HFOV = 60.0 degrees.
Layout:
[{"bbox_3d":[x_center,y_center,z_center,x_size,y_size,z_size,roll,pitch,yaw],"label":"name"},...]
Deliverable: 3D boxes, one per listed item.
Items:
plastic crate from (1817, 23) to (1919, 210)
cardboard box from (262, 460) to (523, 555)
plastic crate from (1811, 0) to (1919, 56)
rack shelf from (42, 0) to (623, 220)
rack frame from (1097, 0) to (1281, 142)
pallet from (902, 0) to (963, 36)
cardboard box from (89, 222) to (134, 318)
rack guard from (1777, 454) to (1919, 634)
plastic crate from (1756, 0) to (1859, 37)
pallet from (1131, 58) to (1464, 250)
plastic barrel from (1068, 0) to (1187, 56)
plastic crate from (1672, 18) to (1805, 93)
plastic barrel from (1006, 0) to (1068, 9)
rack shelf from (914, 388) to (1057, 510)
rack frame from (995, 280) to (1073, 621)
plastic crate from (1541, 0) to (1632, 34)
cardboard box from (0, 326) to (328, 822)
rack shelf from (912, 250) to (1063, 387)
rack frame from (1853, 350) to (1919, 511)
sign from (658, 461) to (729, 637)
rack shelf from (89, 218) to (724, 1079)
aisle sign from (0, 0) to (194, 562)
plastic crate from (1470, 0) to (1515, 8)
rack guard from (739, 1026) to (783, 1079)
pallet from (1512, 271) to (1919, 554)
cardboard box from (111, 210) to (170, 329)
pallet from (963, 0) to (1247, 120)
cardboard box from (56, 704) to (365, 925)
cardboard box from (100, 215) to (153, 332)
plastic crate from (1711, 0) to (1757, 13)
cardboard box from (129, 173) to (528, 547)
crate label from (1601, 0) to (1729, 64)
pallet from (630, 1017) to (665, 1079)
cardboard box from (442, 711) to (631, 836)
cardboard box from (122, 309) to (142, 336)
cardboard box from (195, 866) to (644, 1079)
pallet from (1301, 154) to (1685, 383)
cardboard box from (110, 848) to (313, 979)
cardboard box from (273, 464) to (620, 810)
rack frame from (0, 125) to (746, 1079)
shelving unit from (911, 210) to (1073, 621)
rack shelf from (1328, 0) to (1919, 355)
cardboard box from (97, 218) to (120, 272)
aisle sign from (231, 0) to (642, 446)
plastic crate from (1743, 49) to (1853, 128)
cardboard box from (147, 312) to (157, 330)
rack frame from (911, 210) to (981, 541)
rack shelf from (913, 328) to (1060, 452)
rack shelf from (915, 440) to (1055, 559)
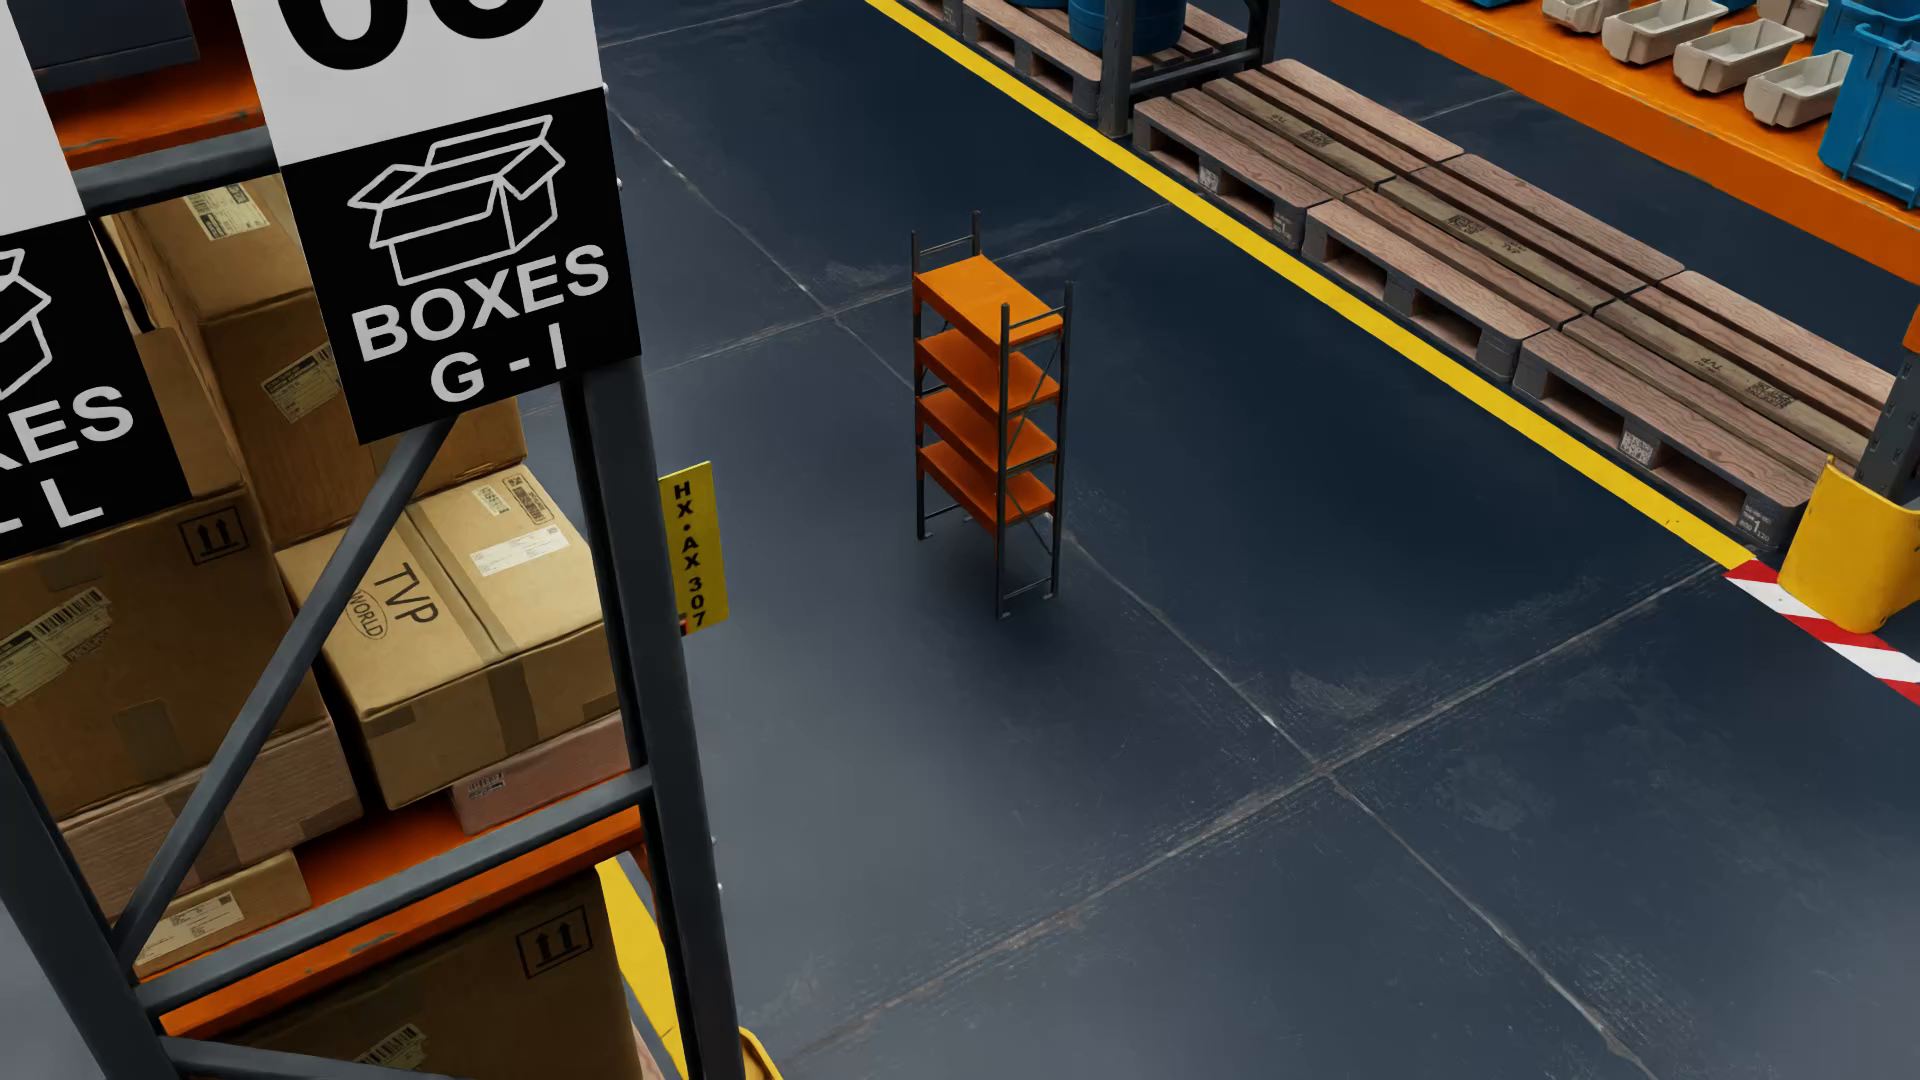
[{"bbox_3d":[2.941,-1.287,4.876,0.616,0.435,0.499,-22,45,-24],"label":"plastic crate"},{"bbox_3d":[-1.213,-0.116,3.430,0.500,0.250,0.500,-23,45,-25],"label":"cardboard box"},{"bbox_3d":[3.069,-1.694,5.524,0.416,0.233,0.300,-22,45,-24],"label":"plastic crate"},{"bbox_3d":[-1.973,-1.384,3.287,1.077,0.370,4.000,-22,45,-24],"label":"rack shelf"},{"bbox_3d":[1.127,-3.293,7.358,1.000,3.000,0.127,-22,45,-24],"label":"rack frame"},{"bbox_3d":[0.088,-3.311,9.559,1.003,0.211,1.213,-22,45,-24],"label":"pallet"},{"bbox_3d":[-2.212,-0.484,3.872,0.500,0.250,0.500,-22,45,-24],"label":"cardboard box"},{"bbox_3d":[3.302,-0.165,5.557,1.175,0.500,0.348,-22,45,-24],"label":"rack guard"},{"bbox_3d":[2.956,-1.870,5.810,0.250,0.136,0.298,-22,45,-24],"label":"plastic crate"},{"bbox_3d":[1.555,-1.838,7.791,1.003,0.211,1.213,-22,45,-24],"label":"pallet"},{"bbox_3d":[0.849,-2.947,8.255,0.600,0.901,0.708,-22,45,-24],"label":"plastic barrel"},{"bbox_3d":[2.543,-1.595,5.480,0.396,0.136,0.243,-22,45,-24],"label":"plastic crate"},{"bbox_3d":[0.468,-3.329,8.714,0.600,0.901,0.708,-22,45,-24],"label":"plastic barrel"},{"bbox_3d":[0.089,-0.320,5.302,0.258,0.148,0.480,-22,45,-24],"label":"rack shelf"},{"bbox_3d":[0.220,-0.240,5.101,0.240,1.200,0.015,-22,45,-24],"label":"rack frame"},{"bbox_3d":[2.198,-1.890,5.834,0.298,0.136,0.250,-22,45,-24],"label":"plastic crate"},{"bbox_3d":[-1.381,0.054,2.641,0.500,0.500,0.500,-22,44,-24],"label":"cardboard box"},{"bbox_3d":[0.089,-0.673,5.007,0.258,0.148,0.480,-22,45,-24],"label":"rack shelf"},{"bbox_3d":[3.278,-1.134,4.767,1.000,3.000,0.127,-22,45,-24],"label":"rack frame"},{"bbox_3d":[-0.427,0.020,2.644,0.100,0.325,0.005,-22,45,-24],"label":"sign"},{"bbox_3d":[-1.973,-0.232,4.247,1.077,0.370,4.000,-22,45,-24],"label":"rack shelf"},{"bbox_3d":[-1.112,-0.285,1.719,0.394,0.787,0.004,-22,45,-24],"label":"aisle sign"},{"bbox_3d":[1.958,-2.113,6.026,0.416,0.233,0.300,-22,45,-24],"label":"plastic crate"},{"bbox_3d":[-0.885,1.545,3.506,1.175,0.500,0.348,-22,45,-24],"label":"rack guard"},{"bbox_3d":[2.867,-0.521,6.210,1.003,0.211,1.213,-22,45,-24],"label":"pallet"},{"bbox_3d":[-1.481,-0.673,3.513,0.500,0.500,0.500,-23,45,-26],"label":"cardboard box"},{"bbox_3d":[0.748,-2.652,8.768,1.003,0.211,1.213,-22,45,-24],"label":"pallet"},{"bbox_3d":[-1.382,0.344,2.878,0.500,0.250,0.500,-23,45,-25],"label":"cardboard box"},{"bbox_3d":[-1.766,-0.668,4.093,0.500,0.250,0.500,-23,45,-25],"label":"cardboard box"},{"bbox_3d":[2.715,-2.050,5.950,0.416,0.233,0.300,-22,45,-24],"label":"plastic crate"},{"bbox_3d":[-1.197,-0.395,3.180,0.500,0.500,0.500,-23,45,-25],"label":"cardboard box"},{"bbox_3d":[2.373,-1.737,5.650,0.396,0.136,0.243,-22,45,-24],"label":"crate label"},{"bbox_3d":[-1.394,1.238,4.100,1.003,0.211,1.213,-22,45,-24],"label":"pallet"},{"bbox_3d":[-0.811,0.363,3.168,0.380,0.149,0.250,-22,44,-24],"label":"cardboard box"},{"bbox_3d":[-1.928,-0.204,3.537,0.500,0.250,0.500,-24,45,-26],"label":"cardboard box"},{"bbox_3d":[-1.309,0.908,3.649,0.875,0.875,0.875,-22,45,-24],"label":"cardboard box"},{"bbox_3d":[2.216,-1.179,7.000,1.003,0.211,1.213,-22,45,-24],"label":"pallet"},{"bbox_3d":[-1.367,0.589,2.896,0.380,0.149,0.250,-21,44,-24],"label":"cardboard box"},{"bbox_3d":[-0.928,0.163,3.097,0.500,0.250,0.500,-23,45,-25],"label":"cardboard box"},{"bbox_3d":[-0.901,0.572,2.720,0.949,2.616,0.053,-22,45,-24],"label":"rack frame"},{"bbox_3d":[0.089,-0.372,5.259,0.258,1.200,0.503,-22,45,-24],"label":"shelving unit"},{"bbox_3d":[2.203,-1.937,6.293,1.077,0.370,4.000,-22,45,-24],"label":"rack shelf"},{"bbox_3d":[-2.035,-0.942,4.423,0.500,0.250,0.500,-21,44,-24],"label":"cardboard box"},{"bbox_3d":[-0.606,-0.492,1.966,0.394,0.787,0.004,-22,45,-24],"label":"aisle sign"},{"bbox_3d":[2.687,-1.433,5.286,0.396,0.136,0.243,-22,45,-24],"label":"plastic crate"},{"bbox_3d":[-1.481,-0.388,3.757,0.500,0.250,0.500,-24,45,-26],"label":"cardboard box"},{"bbox_3d":[-0.042,-0.503,5.417,0.240,1.200,0.015,-22,45,-24],"label":"rack frame"},{"bbox_3d":[0.089,-0.492,5.159,0.258,0.148,0.480,-22,45,-24],"label":"rack shelf"},{"bbox_3d":[0.089,-0.167,5.429,0.258,0.148,0.480,-22,45,-24],"label":"rack shelf"}]
